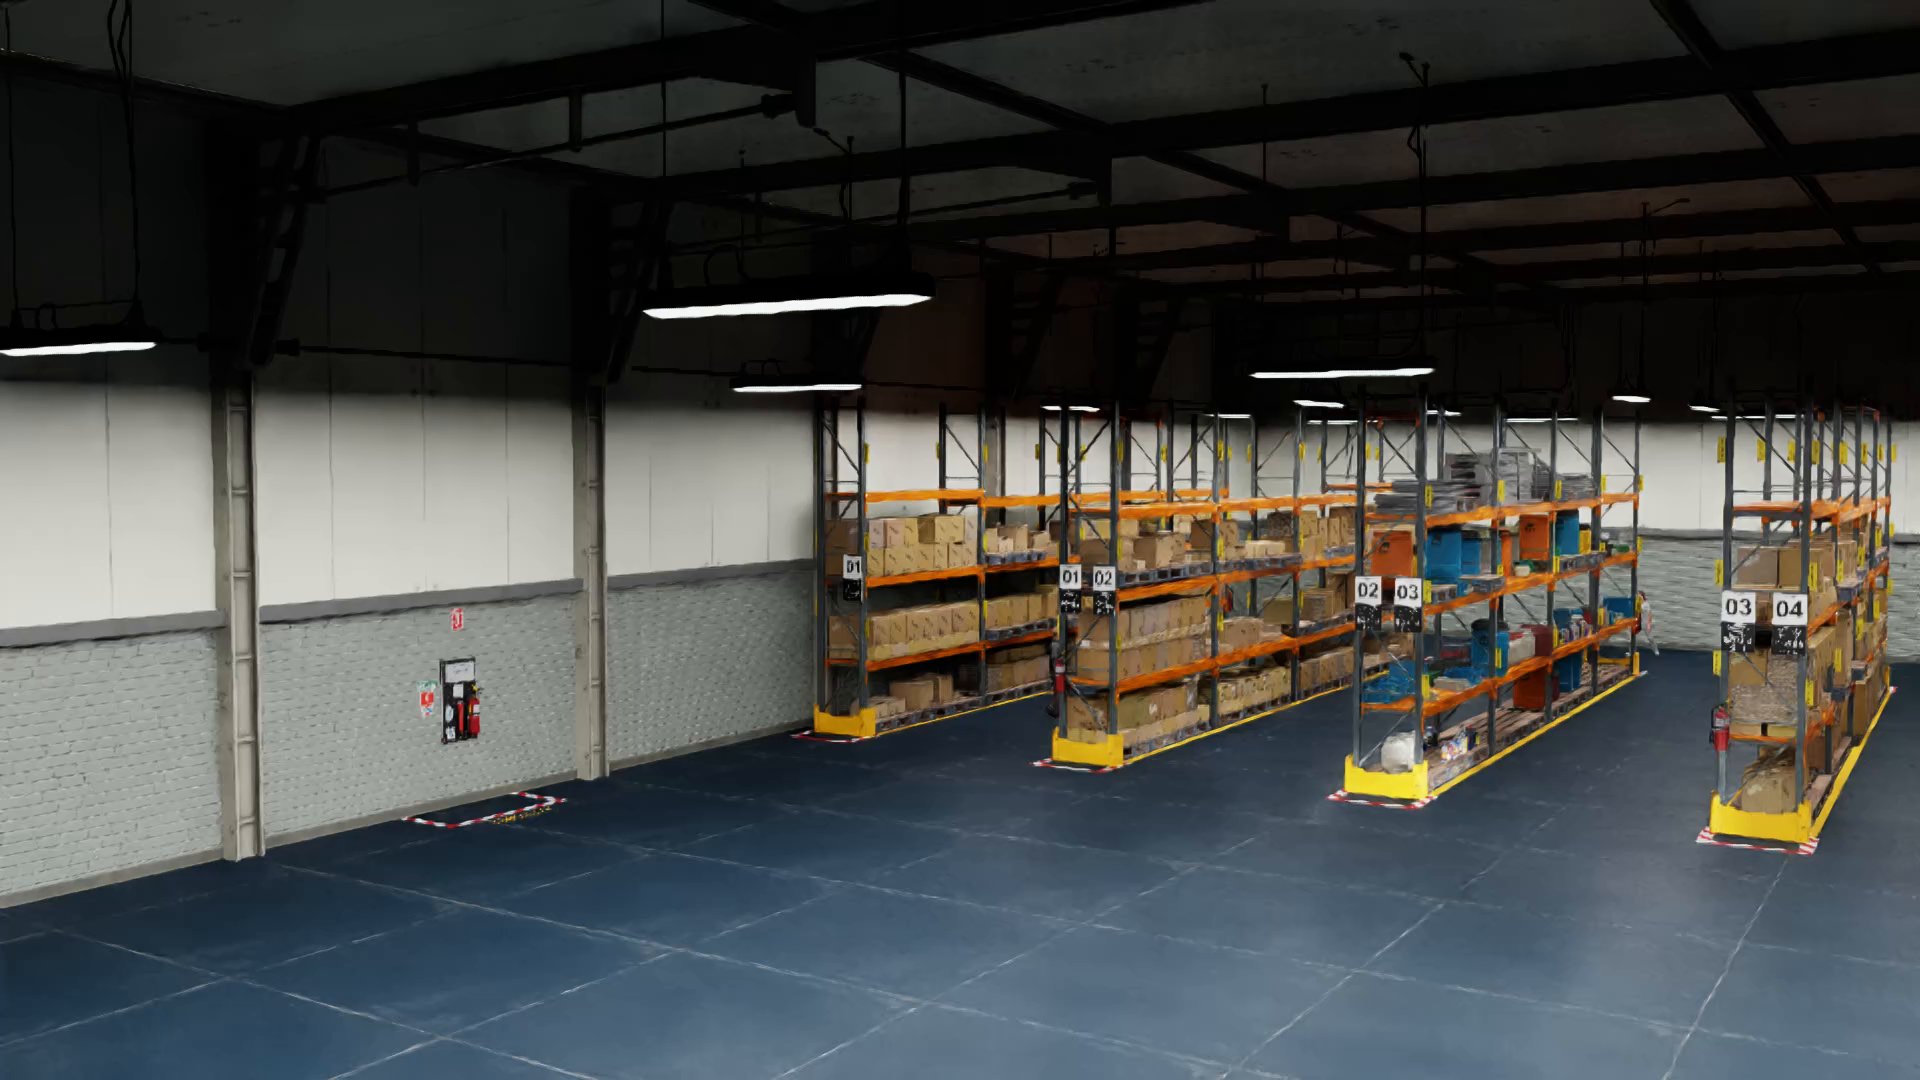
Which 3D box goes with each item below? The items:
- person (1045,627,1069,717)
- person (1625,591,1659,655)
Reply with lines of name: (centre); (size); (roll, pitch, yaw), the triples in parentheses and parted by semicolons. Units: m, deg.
person: (1.826, 2.495, 31.351); (0.445, 1.718, 0.576); (0, 3, 3)
person: (16.836, 2.047, 40.948); (0.949, 1.609, 0.494); (-2, 4, -36)
